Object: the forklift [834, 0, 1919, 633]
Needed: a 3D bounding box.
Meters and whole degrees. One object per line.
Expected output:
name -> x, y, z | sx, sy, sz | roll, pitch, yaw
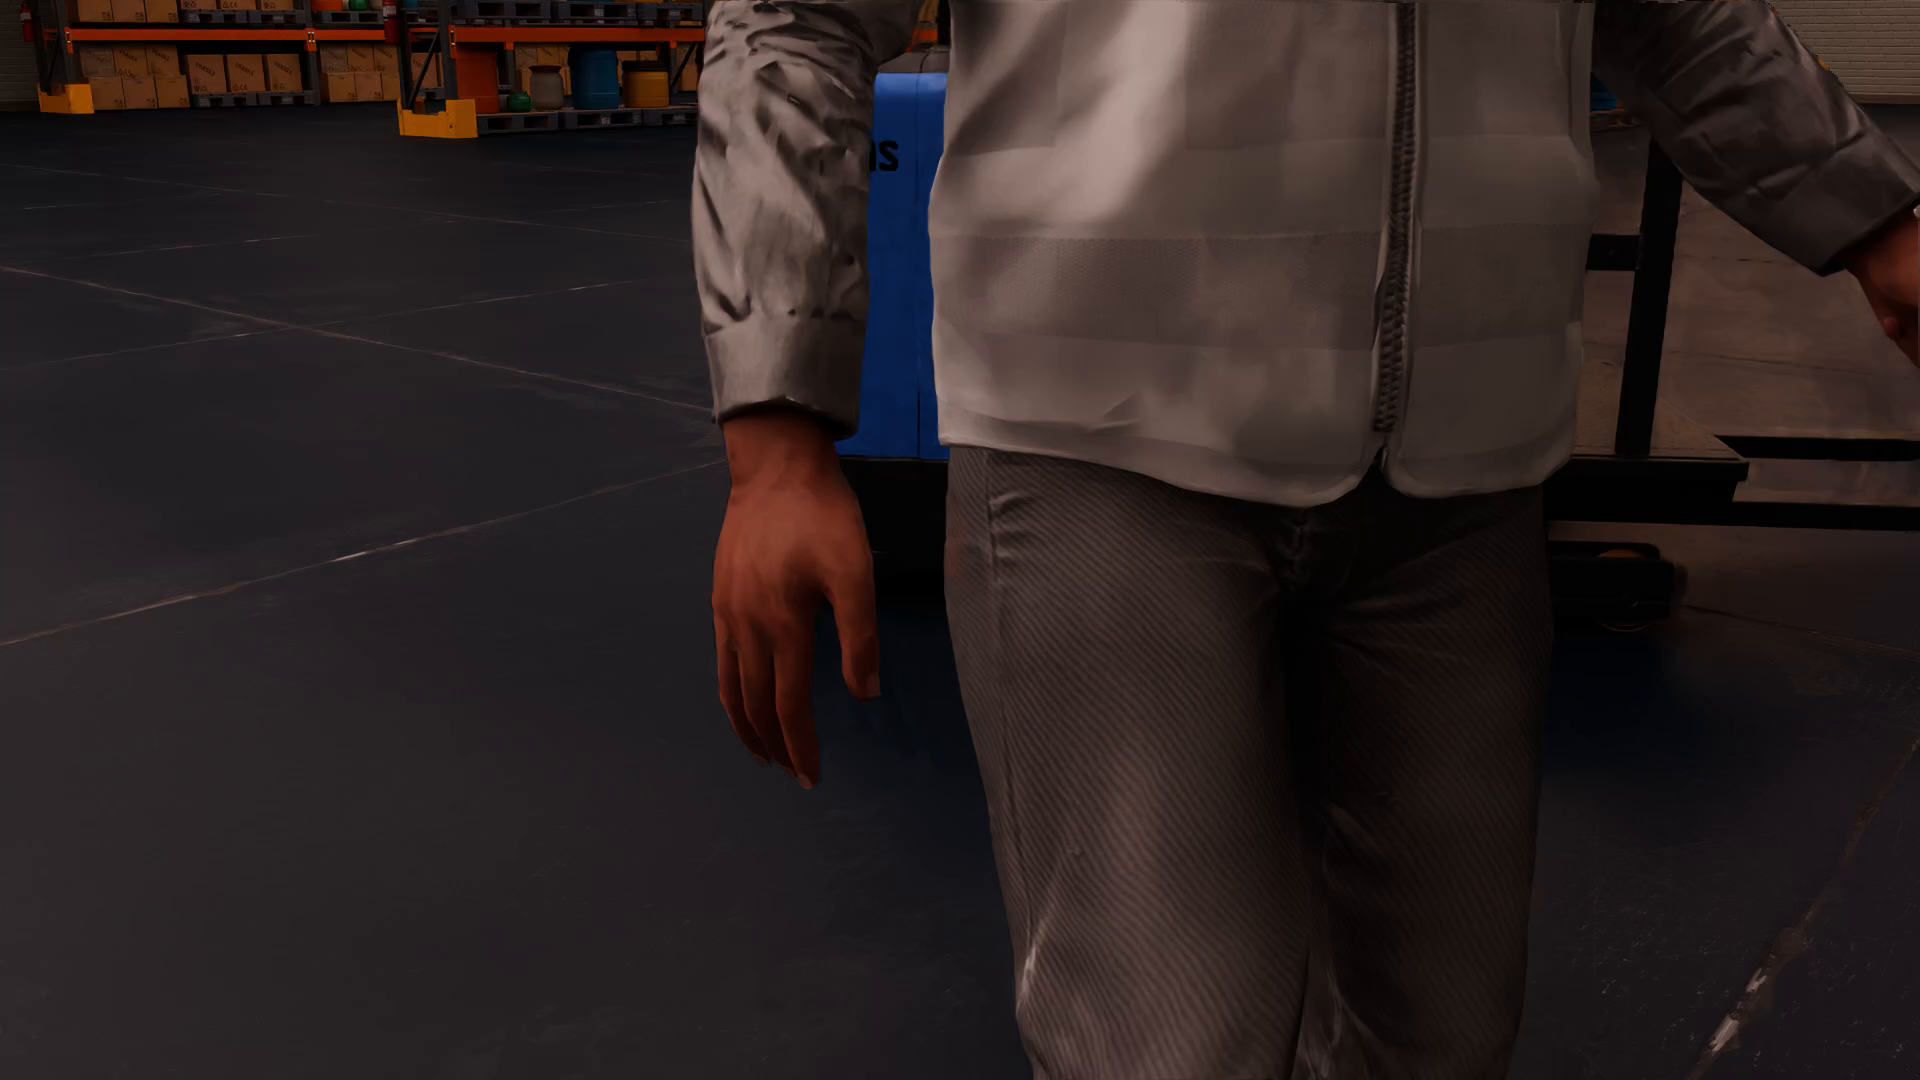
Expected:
forklift -> 1.112, -1.379, 3.440 | 3.031, 2.935, 1.130 | 2, 17, 6
